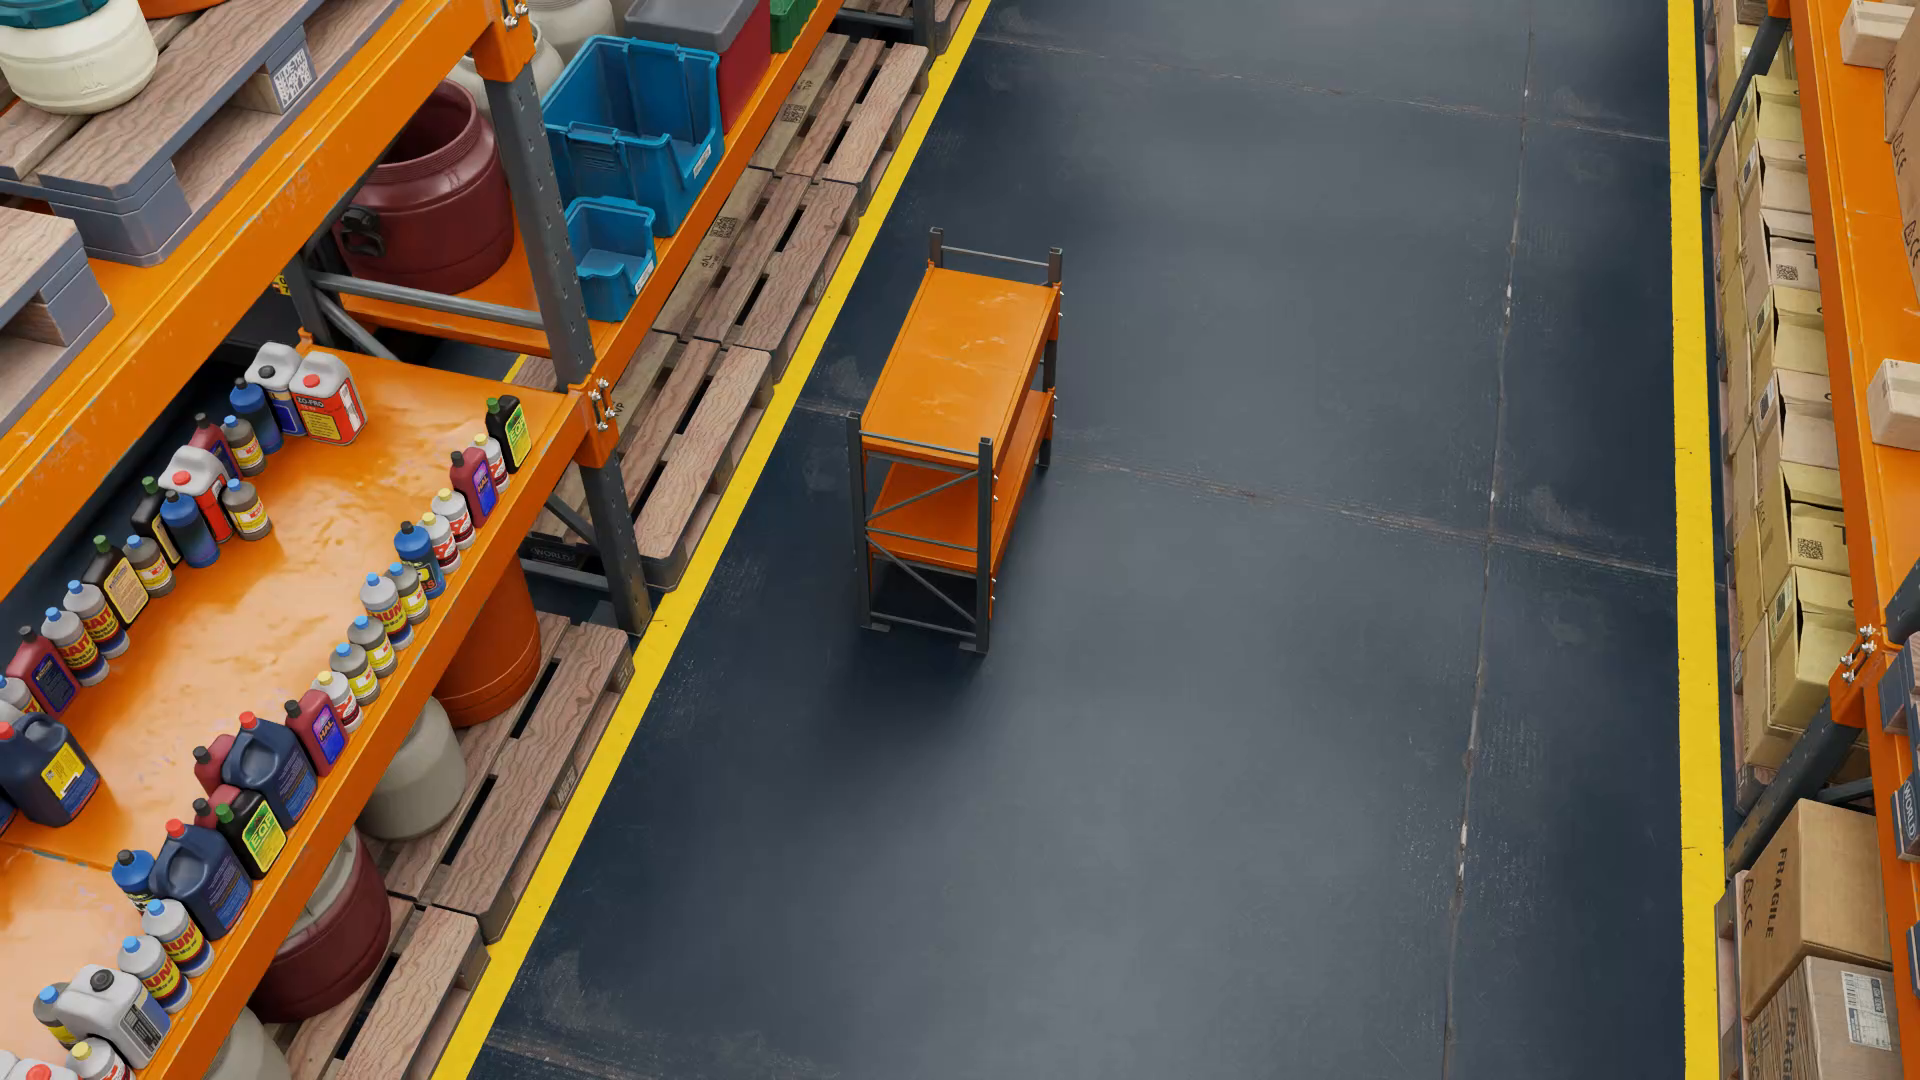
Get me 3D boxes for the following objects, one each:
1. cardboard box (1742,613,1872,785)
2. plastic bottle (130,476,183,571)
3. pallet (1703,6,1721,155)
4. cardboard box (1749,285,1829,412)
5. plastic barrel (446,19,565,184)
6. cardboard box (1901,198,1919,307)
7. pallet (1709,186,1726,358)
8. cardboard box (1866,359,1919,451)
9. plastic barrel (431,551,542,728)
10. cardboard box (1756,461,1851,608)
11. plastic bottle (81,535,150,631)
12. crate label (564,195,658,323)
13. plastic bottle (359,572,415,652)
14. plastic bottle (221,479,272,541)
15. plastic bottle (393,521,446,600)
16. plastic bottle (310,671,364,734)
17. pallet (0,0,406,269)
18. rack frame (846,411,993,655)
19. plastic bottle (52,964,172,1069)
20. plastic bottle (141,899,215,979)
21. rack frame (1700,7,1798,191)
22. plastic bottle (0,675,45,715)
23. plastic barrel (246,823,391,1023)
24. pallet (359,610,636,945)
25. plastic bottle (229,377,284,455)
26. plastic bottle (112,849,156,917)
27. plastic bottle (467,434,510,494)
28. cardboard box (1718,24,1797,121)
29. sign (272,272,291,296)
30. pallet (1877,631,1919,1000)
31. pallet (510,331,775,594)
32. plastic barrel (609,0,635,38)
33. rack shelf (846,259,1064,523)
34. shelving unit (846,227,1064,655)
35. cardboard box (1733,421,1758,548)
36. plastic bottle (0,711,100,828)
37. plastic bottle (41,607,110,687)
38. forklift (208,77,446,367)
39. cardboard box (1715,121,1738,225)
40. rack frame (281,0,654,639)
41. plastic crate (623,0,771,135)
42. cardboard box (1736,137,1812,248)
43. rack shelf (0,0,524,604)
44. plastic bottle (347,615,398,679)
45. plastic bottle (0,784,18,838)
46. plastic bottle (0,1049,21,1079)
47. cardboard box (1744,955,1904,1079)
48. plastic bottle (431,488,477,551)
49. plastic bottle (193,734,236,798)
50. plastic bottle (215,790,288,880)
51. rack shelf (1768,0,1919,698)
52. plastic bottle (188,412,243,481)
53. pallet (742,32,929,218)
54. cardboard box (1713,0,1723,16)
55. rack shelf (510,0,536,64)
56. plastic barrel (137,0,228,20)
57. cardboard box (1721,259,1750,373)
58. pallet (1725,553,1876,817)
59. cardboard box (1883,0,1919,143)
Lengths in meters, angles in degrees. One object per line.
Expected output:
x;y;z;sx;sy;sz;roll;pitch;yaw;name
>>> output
3.000;0.563;5.725;0.500;0.250;0.500;13;50;11;cardboard box
-2.308;-0.049;4.789;0.061;0.283;0.133;12;50;10;plastic bottle
4.399;-2.317;8.573;1.003;0.211;1.213;12;50;10;pallet
3.397;-0.725;6.488;0.500;0.311;0.500;13;50;11;cardboard box
-1.617;-1.583;5.991;0.421;0.512;0.421;0;49;0;plastic barrel
3.522;-1.029;5.510;0.500;0.500;0.500;9;49;8;cardboard box
3.993;-1.209;7.595;1.003;0.211;1.213;12;50;10;pallet
3.067;-0.401;5.190;0.380;0.149;0.250;12;50;10;cardboard box
-1.794;0.177;5.679;0.600;0.830;0.708;12;50;10;plastic barrel
3.127;0.001;5.847;0.500;0.311;0.500;11;49;9;cardboard box
-2.369;0.118;4.642;0.061;0.283;0.133;12;50;10;plastic bottle
-1.209;-0.935;5.605;0.303;0.233;0.416;12;50;10;crate label
-1.587;0.188;4.588;0.097;0.271;0.097;0;49;0;plastic bottle
-2.104;-0.099;4.888;0.097;0.201;0.097;0;49;0;plastic bottle
-1.536;0.047;4.712;0.097;0.271;0.097;0;49;0;plastic bottle
-1.664;0.423;4.428;0.097;0.201;0.097;0;49;0;plastic bottle
-1.977;-1.156;3.813;1.003;0.211;1.213;12;50;10;pallet
-0.136;0.000;5.918;0.500;1.125;0.032;12;50;10;rack frame
-1.940;1.078;3.800;0.152;0.276;0.135;12;50;10;plastic bottle
-1.857;0.930;3.933;0.097;0.271;0.097;0;49;0;plastic bottle
4.149;-2.673;7.027;1.000;3.000;0.127;12;50;10;rack frame
-2.468;0.446;4.360;0.097;0.271;0.097;0;49;0;plastic bottle
-2.091;1.074;5.049;0.600;0.588;0.708;12;50;10;plastic barrel
-1.849;0.742;5.873;1.003;0.211;1.213;12;50;10;pallet
-2.164;-0.389;5.098;0.097;0.271;0.097;0;49;0;plastic bottle
-1.971;0.831;4.020;0.097;0.271;0.097;0;49;0;plastic bottle
-1.424;-0.237;5.010;0.097;0.201;0.097;0;49;0;plastic bottle
4.060;-2.280;8.235;0.500;0.250;0.500;12;50;10;cardboard box
-2.214;-0.917;5.369;0.100;0.325;0.005;12;50;10;sign
2.986;0.788;4.100;1.213;0.211;1.003;12;50;10;pallet
-1.440;-0.389;6.872;1.003;0.211;1.213;12;50;10;pallet
-1.399;-2.205;6.524;0.433;0.535;0.433;0;49;0;plastic barrel
-0.002;-0.561;6.023;0.538;0.278;1.000;12;50;10;rack shelf
-0.002;-0.367;6.243;0.538;1.125;1.048;12;50;10;shelving unit
3.267;-0.174;6.375;0.500;0.250;0.500;13;50;11;cardboard box
-2.336;0.557;4.210;0.144;0.351;0.185;12;50;10;plastic bottle
-2.407;0.279;4.508;0.097;0.271;0.097;0;49;0;plastic bottle
-2.898;-1.894;6.386;1.130;2.935;3.031;12;50;10;forklift
3.804;-1.659;7.686;0.500;0.250;0.500;10;49;9;cardboard box
-1.681;-0.760;5.339;1.000;3.000;0.127;12;50;10;rack frame
-0.961;-1.889;6.293;0.402;0.464;0.583;12;50;10;plastic crate
3.663;-1.476;7.151;0.500;0.311;0.500;11;49;10;cardboard box
-2.208;-0.067;3.207;1.077;0.370;4.000;12;50;10;rack shelf
-1.613;0.282;4.552;0.097;0.201;0.097;0;49;0;plastic bottle
-2.518;0.624;4.150;0.144;0.351;0.185;12;50;10;plastic bottle
-2.148;1.215;3.678;0.152;0.276;0.135;12;50;10;plastic bottle
2.569;1.555;4.670;0.500;0.500;0.500;10;49;9;cardboard box
-1.485;-0.070;4.863;0.097;0.201;0.097;0;49;0;plastic bottle
-1.865;0.588;4.227;0.061;0.283;0.133;12;50;10;plastic bottle
-1.761;0.713;4.117;0.061;0.283;0.133;12;50;10;plastic bottle
3.623;-0.988;6.020;1.077;0.370;4.000;12;50;10;rack shelf
-2.238;-0.243;4.960;0.061;0.283;0.133;12;50;10;plastic bottle
-0.798;-2.154;8.429;1.003;0.211;1.213;12;50;10;pallet
4.319;-3.005;8.874;0.500;0.250;0.500;12;50;10;cardboard box
-1.155;-2.961;5.760;1.077;0.370;4.000;12;50;10;rack shelf
-1.834;-1.623;3.534;0.600;0.830;0.708;12;50;10;plastic barrel
3.535;-0.914;7.029;0.500;0.250;0.500;10;49;9;cardboard box
3.351;0.556;6.038;1.003;0.211;1.213;12;50;10;pallet
3.793;-1.772;6.166;0.500;0.500;0.500;15;50;13;cardboard box
